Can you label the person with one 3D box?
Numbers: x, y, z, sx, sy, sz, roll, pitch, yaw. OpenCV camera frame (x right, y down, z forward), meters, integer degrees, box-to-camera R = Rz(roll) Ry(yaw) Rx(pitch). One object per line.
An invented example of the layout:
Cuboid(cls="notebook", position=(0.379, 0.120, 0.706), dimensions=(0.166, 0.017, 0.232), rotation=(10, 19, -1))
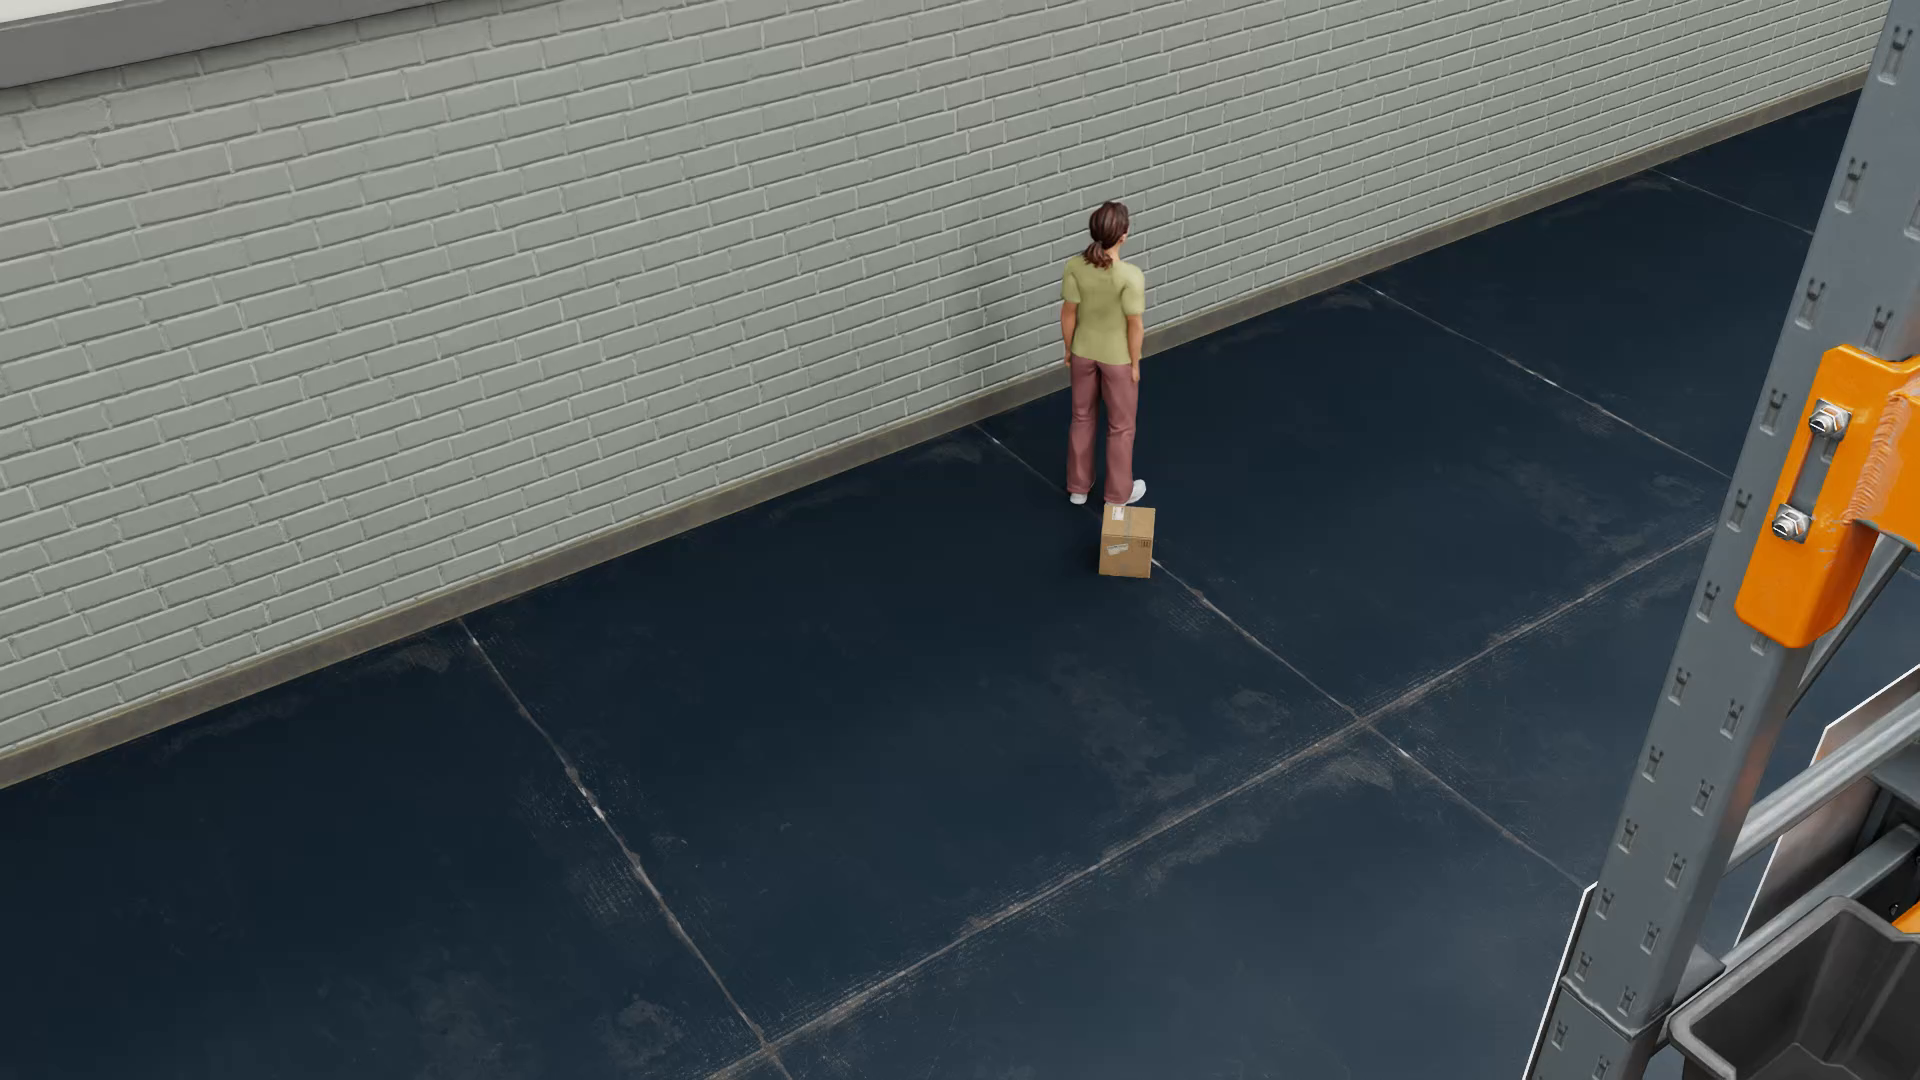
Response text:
Cuboid(cls="person", position=(0.715, -0.897, 8.216), dimensions=(0.437, 1.671, 0.370), rotation=(16, 39, 20))
